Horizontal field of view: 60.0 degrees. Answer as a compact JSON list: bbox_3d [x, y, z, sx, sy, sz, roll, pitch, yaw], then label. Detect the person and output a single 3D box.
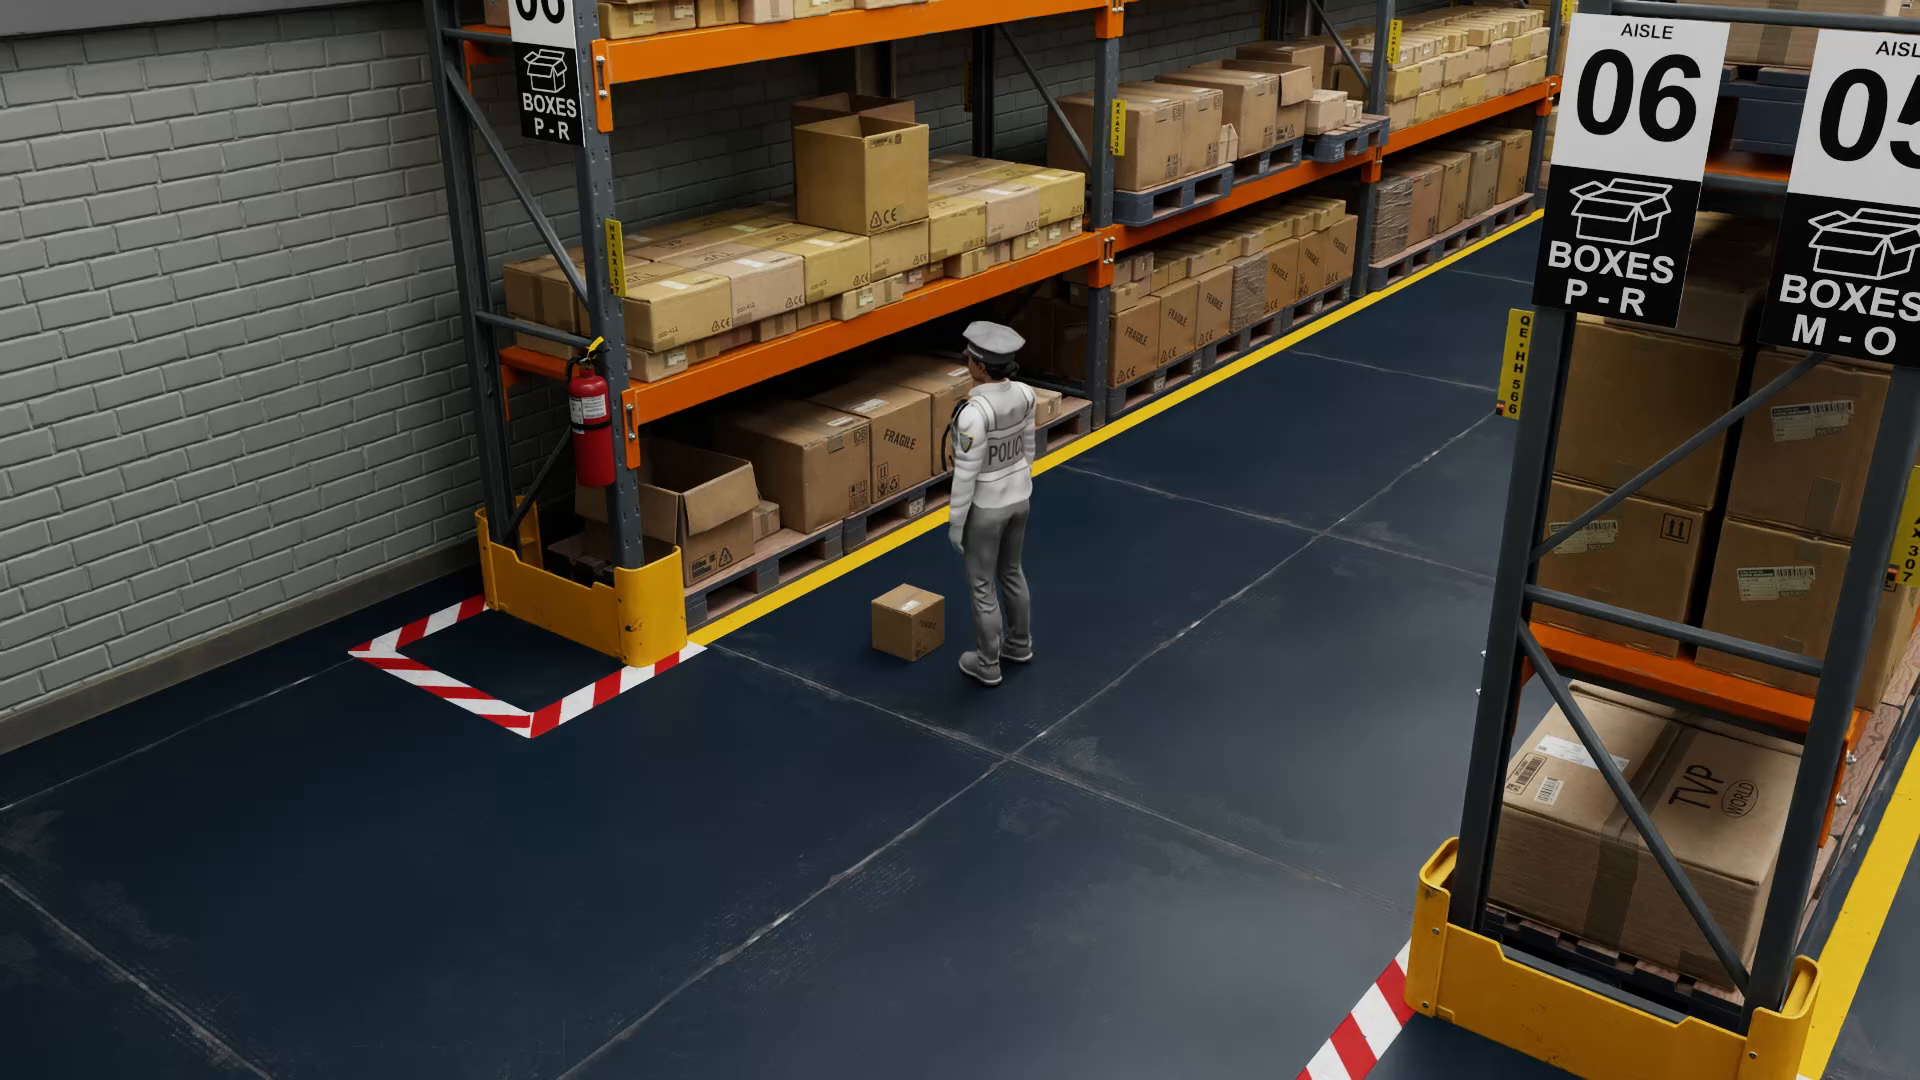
[{"bbox_3d":[0.126,-0.153,7.408,0.363,1.688,0.510,20,31,38],"label":"person"}]
